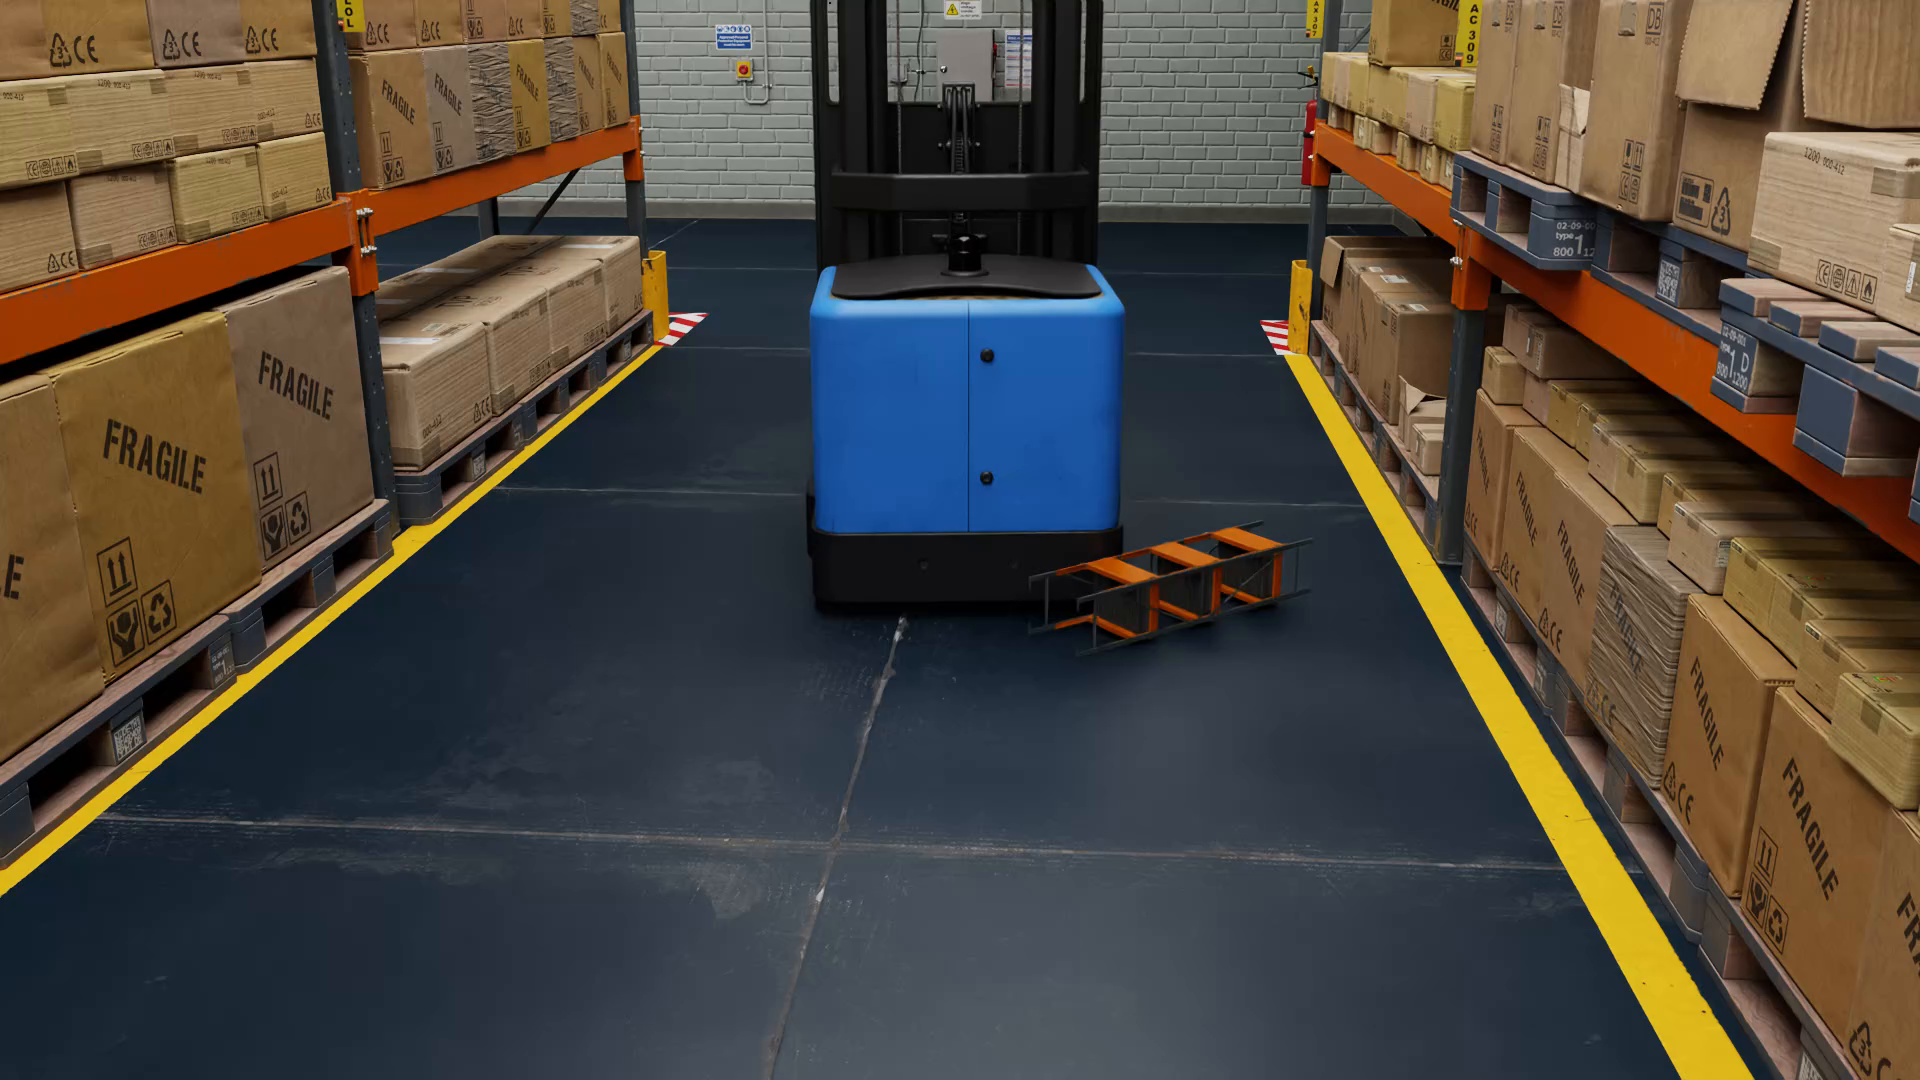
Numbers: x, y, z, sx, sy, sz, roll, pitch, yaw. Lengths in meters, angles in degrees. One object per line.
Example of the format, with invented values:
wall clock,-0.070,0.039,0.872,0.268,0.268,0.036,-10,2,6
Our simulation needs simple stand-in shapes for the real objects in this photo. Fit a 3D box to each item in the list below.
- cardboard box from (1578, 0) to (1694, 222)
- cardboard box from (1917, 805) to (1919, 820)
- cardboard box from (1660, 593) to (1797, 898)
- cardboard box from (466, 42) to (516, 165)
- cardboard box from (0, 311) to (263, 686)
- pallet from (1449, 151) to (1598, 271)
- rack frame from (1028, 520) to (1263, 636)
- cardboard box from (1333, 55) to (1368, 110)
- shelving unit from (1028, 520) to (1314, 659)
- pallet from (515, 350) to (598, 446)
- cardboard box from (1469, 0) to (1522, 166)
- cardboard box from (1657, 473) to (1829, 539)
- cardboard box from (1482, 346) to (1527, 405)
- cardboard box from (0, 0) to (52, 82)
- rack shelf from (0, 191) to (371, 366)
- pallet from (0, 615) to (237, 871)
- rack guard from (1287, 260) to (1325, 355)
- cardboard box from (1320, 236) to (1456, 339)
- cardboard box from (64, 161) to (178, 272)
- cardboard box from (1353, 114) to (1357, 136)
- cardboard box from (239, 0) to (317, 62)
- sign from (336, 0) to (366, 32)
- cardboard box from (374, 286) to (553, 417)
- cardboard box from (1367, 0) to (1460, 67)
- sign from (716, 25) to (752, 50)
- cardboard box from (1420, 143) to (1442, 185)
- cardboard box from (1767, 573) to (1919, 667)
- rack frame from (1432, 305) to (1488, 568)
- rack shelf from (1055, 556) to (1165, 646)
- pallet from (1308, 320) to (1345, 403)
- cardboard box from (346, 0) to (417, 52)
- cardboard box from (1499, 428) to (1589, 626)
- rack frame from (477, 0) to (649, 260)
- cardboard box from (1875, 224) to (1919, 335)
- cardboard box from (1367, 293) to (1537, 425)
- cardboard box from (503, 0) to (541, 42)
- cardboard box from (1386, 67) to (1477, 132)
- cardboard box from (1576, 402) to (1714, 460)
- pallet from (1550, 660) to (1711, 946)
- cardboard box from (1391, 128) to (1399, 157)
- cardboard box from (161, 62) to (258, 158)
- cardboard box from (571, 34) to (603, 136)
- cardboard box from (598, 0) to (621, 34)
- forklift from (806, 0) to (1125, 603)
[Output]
cardboard box,1.912,-1.031,3.918,0.700,0.500,0.500,1,18,4
cardboard box,1.759,0.429,2.594,0.380,0.149,0.250,0,18,1
cardboard box,1.874,0.443,3.595,0.500,0.500,0.500,2,18,6
cardboard box,-2.311,-1.942,7.371,0.500,0.500,0.500,1,18,4
cardboard box,-2.710,-0.158,4.827,0.875,0.875,0.875,2,18,6
pallet,2.097,-0.997,4.957,1.003,0.211,1.213,1,18,4
rack frame,0.650,0.120,5.663,1.050,0.200,0.008,-13,22,-34
cardboard box,2.213,-2.355,8.556,0.500,0.250,0.500,1,18,5
shelving unit,0.721,0.151,5.569,1.050,0.215,0.252,-13,22,-34
pallet,-2.470,-0.733,8.321,1.003,0.211,1.213,1,18,4
cardboard box,2.006,-1.436,5.153,0.700,0.500,0.500,2,18,5
cardboard box,1.951,-0.057,4.078,0.380,0.149,0.250,1,18,4
cardboard box,1.972,-0.548,5.578,0.380,0.149,0.250,2,18,7
cardboard box,-2.577,-1.343,3.938,0.500,0.500,0.500,2,18,5
rack shelf,-2.831,-0.481,4.228,1.077,0.370,4.000,1,18,4
pallet,-2.753,0.503,4.550,1.003,0.211,1.213,1,18,4
rack guard,2.545,-1.365,9.786,1.175,0.500,0.348,1,18,4
cardboard box,2.412,-1.402,9.218,0.797,0.503,0.637,1,18,2
cardboard box,-2.561,-0.913,4.633,0.500,0.250,0.500,1,18,2
cardboard box,2.217,-2.121,8.483,0.380,0.149,0.250,2,18,6
cardboard box,-2.469,-1.822,5.400,0.500,0.500,0.500,2,18,6
sign,-2.146,-1.947,5.816,0.100,0.325,0.005,1,18,4
cardboard box,-2.472,-0.896,7.782,0.875,0.438,0.875,1,18,2
cardboard box,2.142,-2.402,7.495,0.500,0.500,0.500,2,18,5
sign,-2.064,-4.586,15.168,0.327,0.218,0.001,1,18,4
cardboard box,2.026,-1.482,6.532,0.380,0.149,0.250,2,18,5
cardboard box,1.875,0.182,3.348,0.380,0.149,0.250,2,18,6
rack frame,2.263,-1.334,5.677,1.000,3.000,0.127,1,18,4
rack shelf,0.486,0.203,5.410,0.259,0.215,0.240,-13,22,-34
pallet,2.488,-0.980,9.075,1.003,0.211,1.213,1,18,4
cardboard box,-2.412,-2.109,6.275,0.500,0.500,0.500,1,18,4
cardboard box,1.976,-0.035,5.052,0.500,0.500,0.500,1,18,3
rack frame,-2.401,-2.686,9.803,1.000,3.000,0.127,1,18,4
cardboard box,1.641,-0.384,2.508,0.380,0.149,0.250,2,18,5
cardboard box,2.237,-0.813,7.427,0.700,0.500,0.500,1,18,2
cardboard box,-2.283,-2.581,7.716,0.500,0.500,0.500,1,18,4
cardboard box,2.127,-1.878,7.101,0.500,0.250,0.500,1,18,4
cardboard box,2.016,-0.295,4.805,0.380,0.149,0.250,1,18,3
pallet,2.158,0.625,4.178,1.003,0.211,1.213,1,18,4
cardboard box,2.163,-1.798,7.497,0.380,0.149,0.250,1,18,4
cardboard box,-2.505,-1.312,5.048,0.500,0.250,0.500,2,18,5
cardboard box,-2.223,-2.422,8.837,0.500,0.500,0.500,1,18,3
cardboard box,-2.198,-3.054,9.158,0.500,0.500,0.500,2,18,6
forklift,-0.021,-1.590,6.569,1.130,2.935,3.031,-1,18,-2
